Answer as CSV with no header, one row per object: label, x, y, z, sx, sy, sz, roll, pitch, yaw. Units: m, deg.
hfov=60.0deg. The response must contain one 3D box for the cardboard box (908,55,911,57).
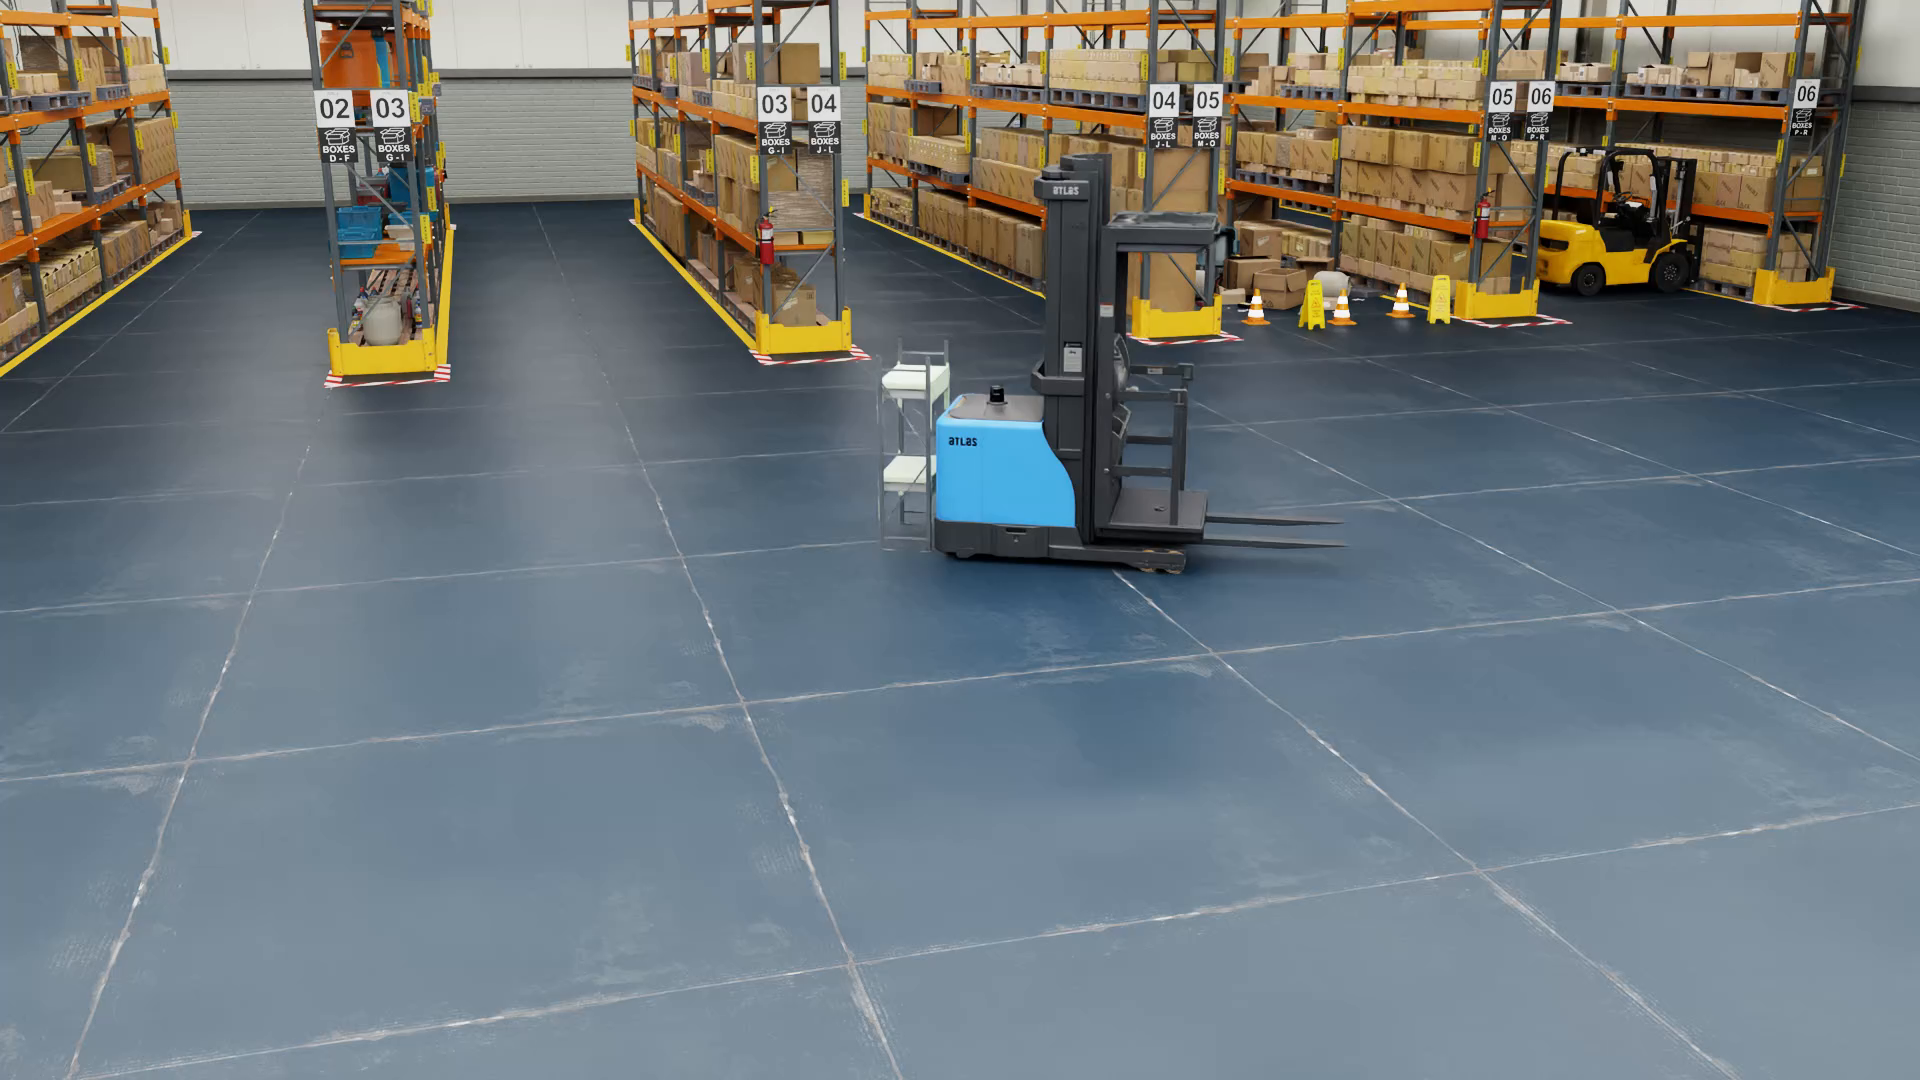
cardboard box,-0.791,-9.349,32.347,0.380,0.149,0.250,-6,18,-18

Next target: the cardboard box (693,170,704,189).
cardboard box,-3.900,-5.666,26.132,0.500,0.250,0.500,-5,17,-17

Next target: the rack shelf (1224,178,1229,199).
rack shelf,4.840,-7.011,32.328,1.077,0.370,4.000,-5,17,-15

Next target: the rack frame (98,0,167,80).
rack frame,-15.863,-10.322,31.674,1.000,3.000,0.127,-5,17,-15

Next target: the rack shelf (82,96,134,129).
rack shelf,-14.215,-6.882,26.684,1.077,0.370,4.000,-5,17,-15

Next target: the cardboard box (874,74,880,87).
cardboard box,-1.523,-9.670,34.977,0.500,0.250,0.500,-4,17,-13

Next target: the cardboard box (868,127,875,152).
cardboard box,-1.683,-8.640,35.810,0.500,0.500,0.500,-4,17,-13

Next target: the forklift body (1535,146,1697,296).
forklift body,10.084,-4.956,25.714,2.313,2.155,1.214,-5,17,-15

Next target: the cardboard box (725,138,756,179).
cardboard box,-2.885,-5.160,22.488,0.500,0.500,0.500,-5,17,-15

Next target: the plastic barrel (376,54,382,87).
plastic barrel,-7.138,-5.447,19.601,0.600,0.588,0.600,0,17,0

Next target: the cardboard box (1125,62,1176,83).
cardboard box,2.453,-6.039,21.469,0.500,0.250,0.500,-4,17,-15

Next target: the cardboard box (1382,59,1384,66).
cardboard box,8.864,-9.824,34.246,0.380,0.149,0.250,-4,17,-14

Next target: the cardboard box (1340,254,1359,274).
cardboard box,6.391,-4.395,26.420,0.500,0.250,0.500,-6,18,-18

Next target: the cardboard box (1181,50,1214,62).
cardboard box,3.071,-6.235,21.426,0.380,0.149,0.250,-5,17,-15

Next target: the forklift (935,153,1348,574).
forklift,1.377,-1.323,12.260,3.031,2.935,1.130,3,17,10

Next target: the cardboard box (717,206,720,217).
cardboard box,-3.270,-4.709,23.850,0.380,0.149,0.250,-5,17,-15

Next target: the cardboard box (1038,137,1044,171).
cardboard box,1.615,-5.940,25.601,0.700,0.500,0.500,-5,17,-16

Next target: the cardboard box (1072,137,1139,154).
cardboard box,2.105,-5.457,23.768,0.875,0.550,0.550,-5,17,-15

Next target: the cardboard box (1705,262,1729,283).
cardboard box,11.799,-4.110,25.471,0.500,0.250,0.500,-5,17,-15

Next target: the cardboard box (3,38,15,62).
cardboard box,-12.876,-6.384,22.005,0.500,0.500,0.500,-3,17,-10

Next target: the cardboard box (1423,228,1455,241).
cardboard box,6.952,-4.440,24.139,0.380,0.149,0.250,-4,17,-14

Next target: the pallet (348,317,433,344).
pallet,-7.319,-2.658,21.433,1.003,0.211,1.213,-5,17,-15

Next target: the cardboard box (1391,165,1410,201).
cardboard box,6.785,-5.327,24.782,0.500,0.500,0.500,-4,17,-15

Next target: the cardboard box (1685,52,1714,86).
cardboard box,11.694,-7.277,25.666,0.797,0.503,0.637,-4,17,-13

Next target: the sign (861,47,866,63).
sign,-2.062,-10.408,35.653,0.100,0.325,0.005,-5,17,-15

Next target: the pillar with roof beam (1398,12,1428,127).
pillar with roof beam,5.598,-11.099,34.258,9.100,9.000,0.400,-5,17,-15

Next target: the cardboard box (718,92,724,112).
cardboard box,-3.012,-5.986,22.713,0.500,0.250,0.500,-5,17,-16

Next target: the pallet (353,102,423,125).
pallet,-6.836,-4.997,19.487,1.003,0.211,1.213,-5,17,-15

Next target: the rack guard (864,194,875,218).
rack guard,-1.520,-7.377,36.643,1.175,0.500,0.348,-5,17,-15

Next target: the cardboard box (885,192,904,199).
cardboard box,-1.371,-7.258,35.093,0.380,0.149,0.250,-4,17,-13

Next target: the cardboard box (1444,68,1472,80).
cardboard box,7.069,-6.575,23.464,0.380,0.149,0.250,-5,17,-15

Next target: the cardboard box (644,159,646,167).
cardboard box,-6.133,-7.561,33.347,0.380,0.149,0.250,-5,17,-17

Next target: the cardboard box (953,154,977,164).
cardboard box,0.084,-6.707,29.255,0.380,0.149,0.250,-4,17,-14

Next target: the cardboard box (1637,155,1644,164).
cardboard box,11.266,-6.197,27.068,0.380,0.149,0.250,-5,17,-15

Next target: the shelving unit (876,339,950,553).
shelving unit,-0.351,-0.736,12.794,0.431,1.500,0.755,3,17,10

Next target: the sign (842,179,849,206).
sign,-1.419,-4.263,20.426,0.100,0.325,0.005,-5,17,-15

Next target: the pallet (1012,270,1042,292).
pallet,1.473,-4.148,26.395,1.003,0.211,1.213,-5,17,-15

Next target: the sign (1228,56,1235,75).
sign,4.854,-8.483,29.727,0.100,0.325,0.005,-5,17,-15

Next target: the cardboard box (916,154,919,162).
cardboard box,-0.629,-7.279,31.677,0.380,0.149,0.250,-5,17,-15

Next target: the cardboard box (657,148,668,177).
cardboard box,-5.352,-7.026,30.954,0.500,0.500,0.500,-5,17,-15

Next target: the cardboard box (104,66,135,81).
cardboard box,-14.659,-8.101,28.885,0.500,0.250,0.500,-5,17,-15

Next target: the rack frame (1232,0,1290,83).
rack frame,5.389,-9.675,29.520,1.000,3.000,0.127,-5,17,-15

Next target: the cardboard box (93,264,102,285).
cardboard box,-13.286,-3.994,25.085,0.500,0.250,0.500,-4,17,-14

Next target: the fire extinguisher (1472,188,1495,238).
fire extinguisher,7.176,-4.484,22.800,0.296,0.674,0.183,-5,17,-15

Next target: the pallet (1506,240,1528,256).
pallet,10.681,-5.292,30.204,1.003,0.211,1.213,-5,17,-15

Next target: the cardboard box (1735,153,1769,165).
cardboard box,11.863,-5.702,24.902,0.380,0.149,0.250,-4,17,-14

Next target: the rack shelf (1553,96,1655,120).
rack shelf,10.711,-7.734,29.523,1.077,0.370,4.000,-5,17,-15

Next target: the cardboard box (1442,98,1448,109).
cardboard box,7.075,-6.200,23.600,0.380,0.149,0.250,-5,17,-15

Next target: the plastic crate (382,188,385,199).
plastic crate,-8.404,-4.793,23.723,0.392,0.384,0.575,-5,17,-15

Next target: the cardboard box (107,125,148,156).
cardboard box,-14.623,-7.022,29.204,0.500,0.500,0.500,-4,17,-14

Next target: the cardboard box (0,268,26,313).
cardboard box,-12.102,-3.123,20.881,0.500,0.500,0.500,-5,17,-15

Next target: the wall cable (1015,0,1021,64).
wall cable,1.357,-13.439,42.050,0.463,3.000,0.029,-5,17,-15
